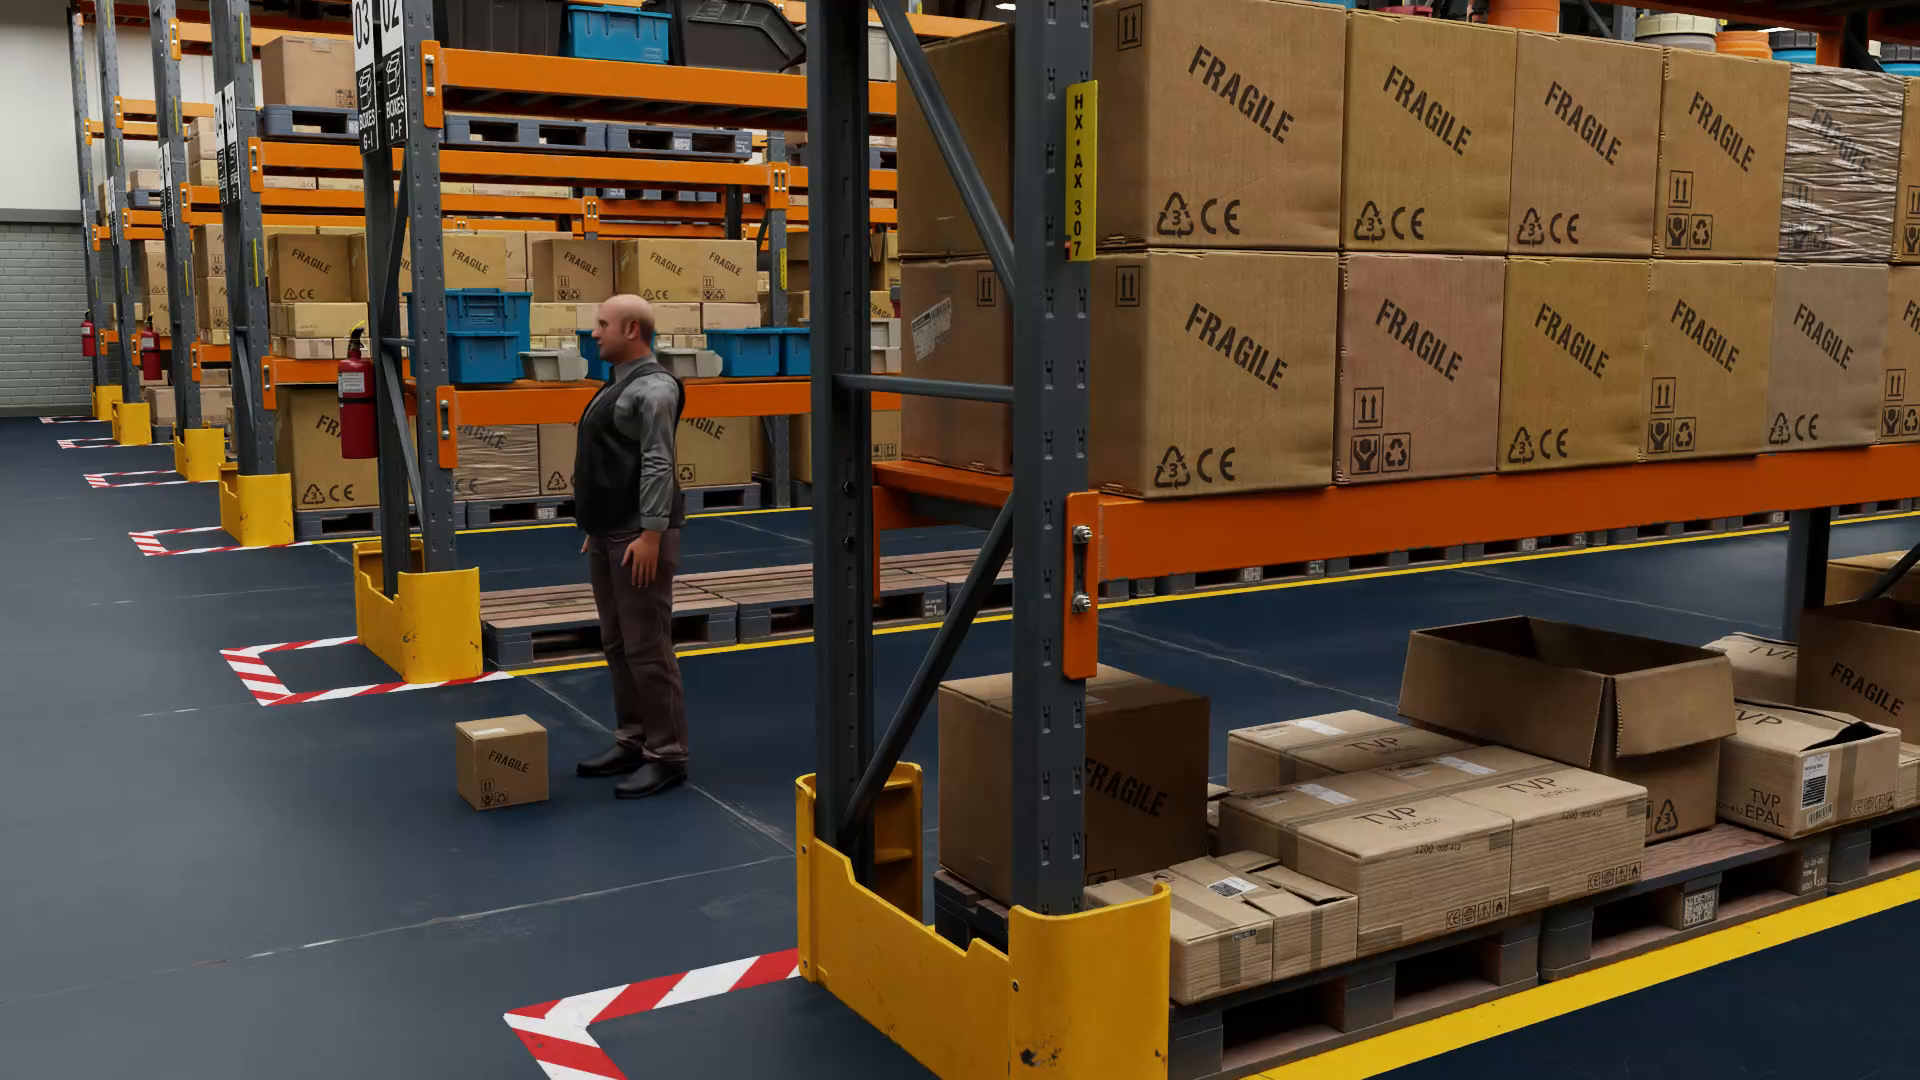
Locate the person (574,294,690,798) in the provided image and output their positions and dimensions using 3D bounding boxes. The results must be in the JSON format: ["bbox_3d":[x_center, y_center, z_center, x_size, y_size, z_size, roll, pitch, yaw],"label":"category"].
[{"bbox_3d":[-1.173,0.006,5.887,0.360,1.738,0.550,-5,9,-30],"label":"person"}]
